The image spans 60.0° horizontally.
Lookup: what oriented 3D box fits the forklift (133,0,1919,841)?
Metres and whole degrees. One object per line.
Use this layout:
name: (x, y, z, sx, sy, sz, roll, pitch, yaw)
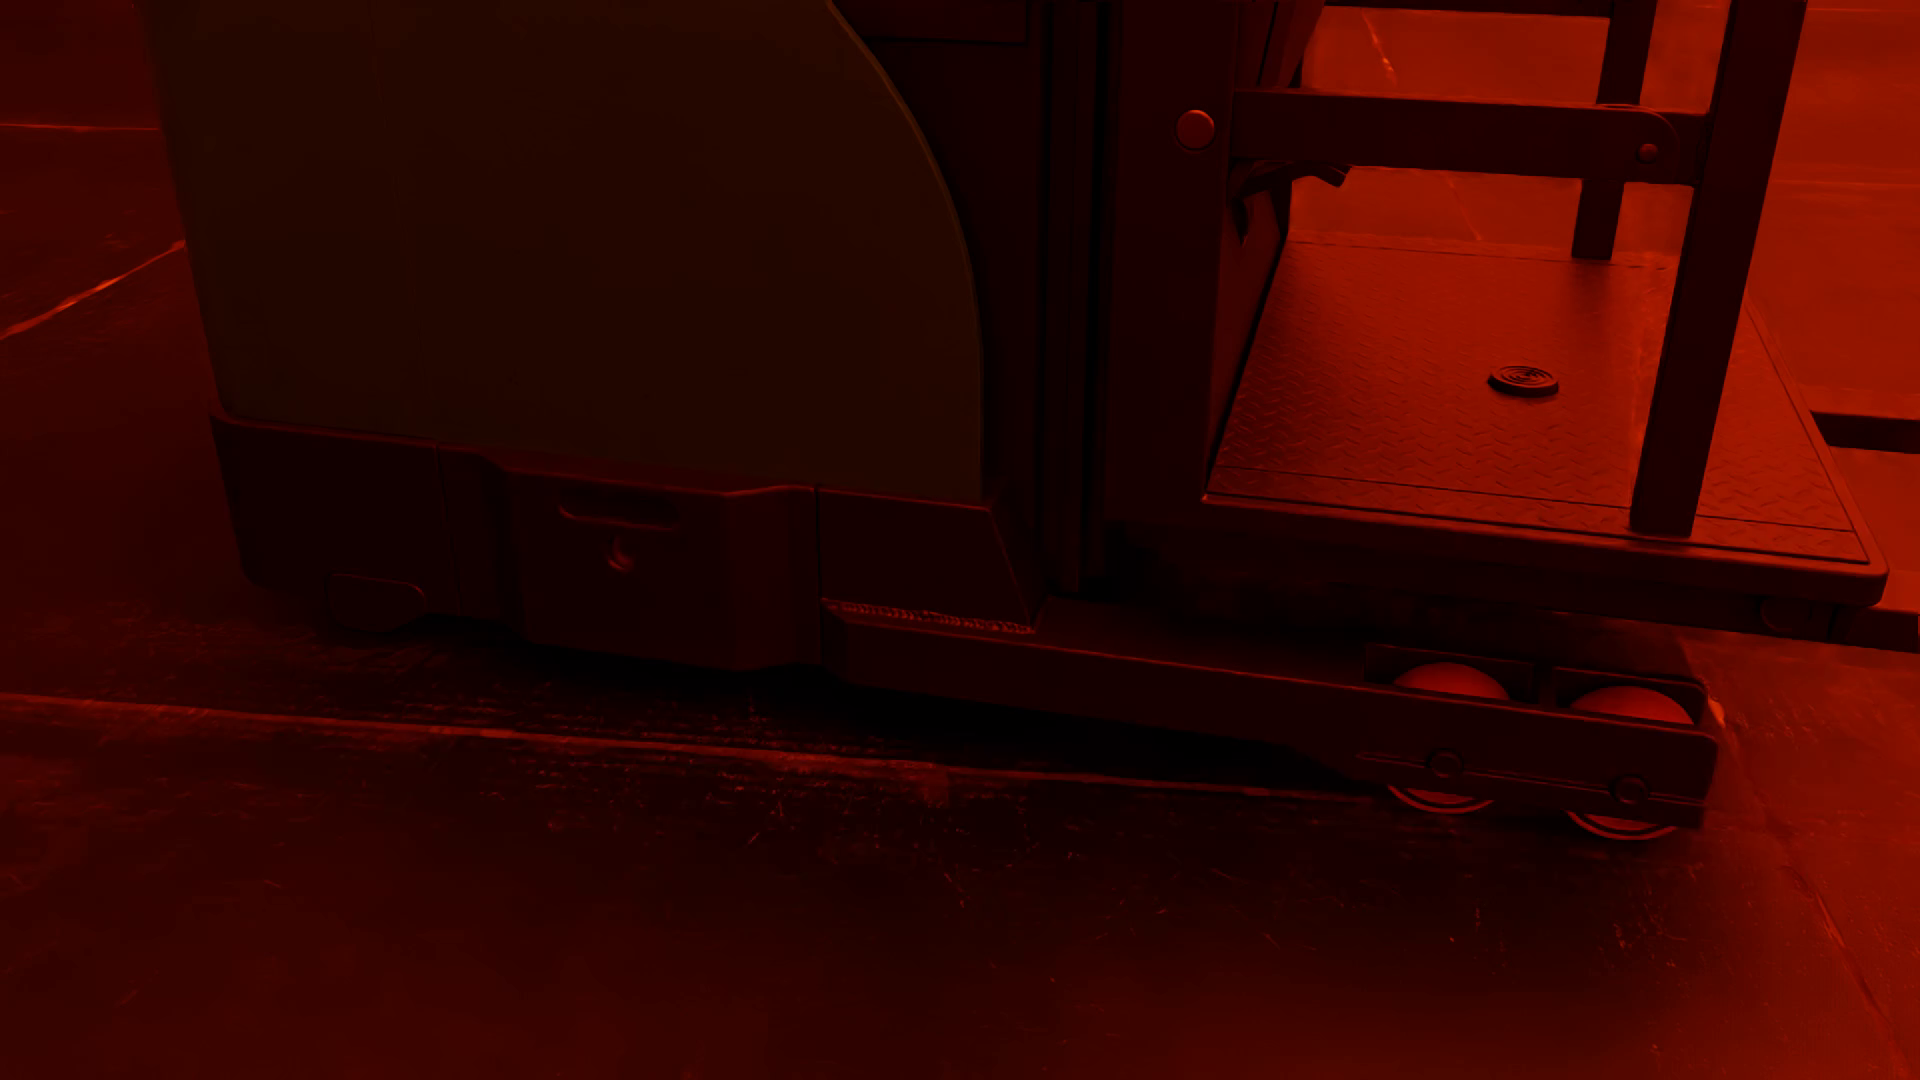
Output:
forklift: (0.592, -1.244, 1.710, 3.031, 2.935, 1.130, 7, 27, 13)
